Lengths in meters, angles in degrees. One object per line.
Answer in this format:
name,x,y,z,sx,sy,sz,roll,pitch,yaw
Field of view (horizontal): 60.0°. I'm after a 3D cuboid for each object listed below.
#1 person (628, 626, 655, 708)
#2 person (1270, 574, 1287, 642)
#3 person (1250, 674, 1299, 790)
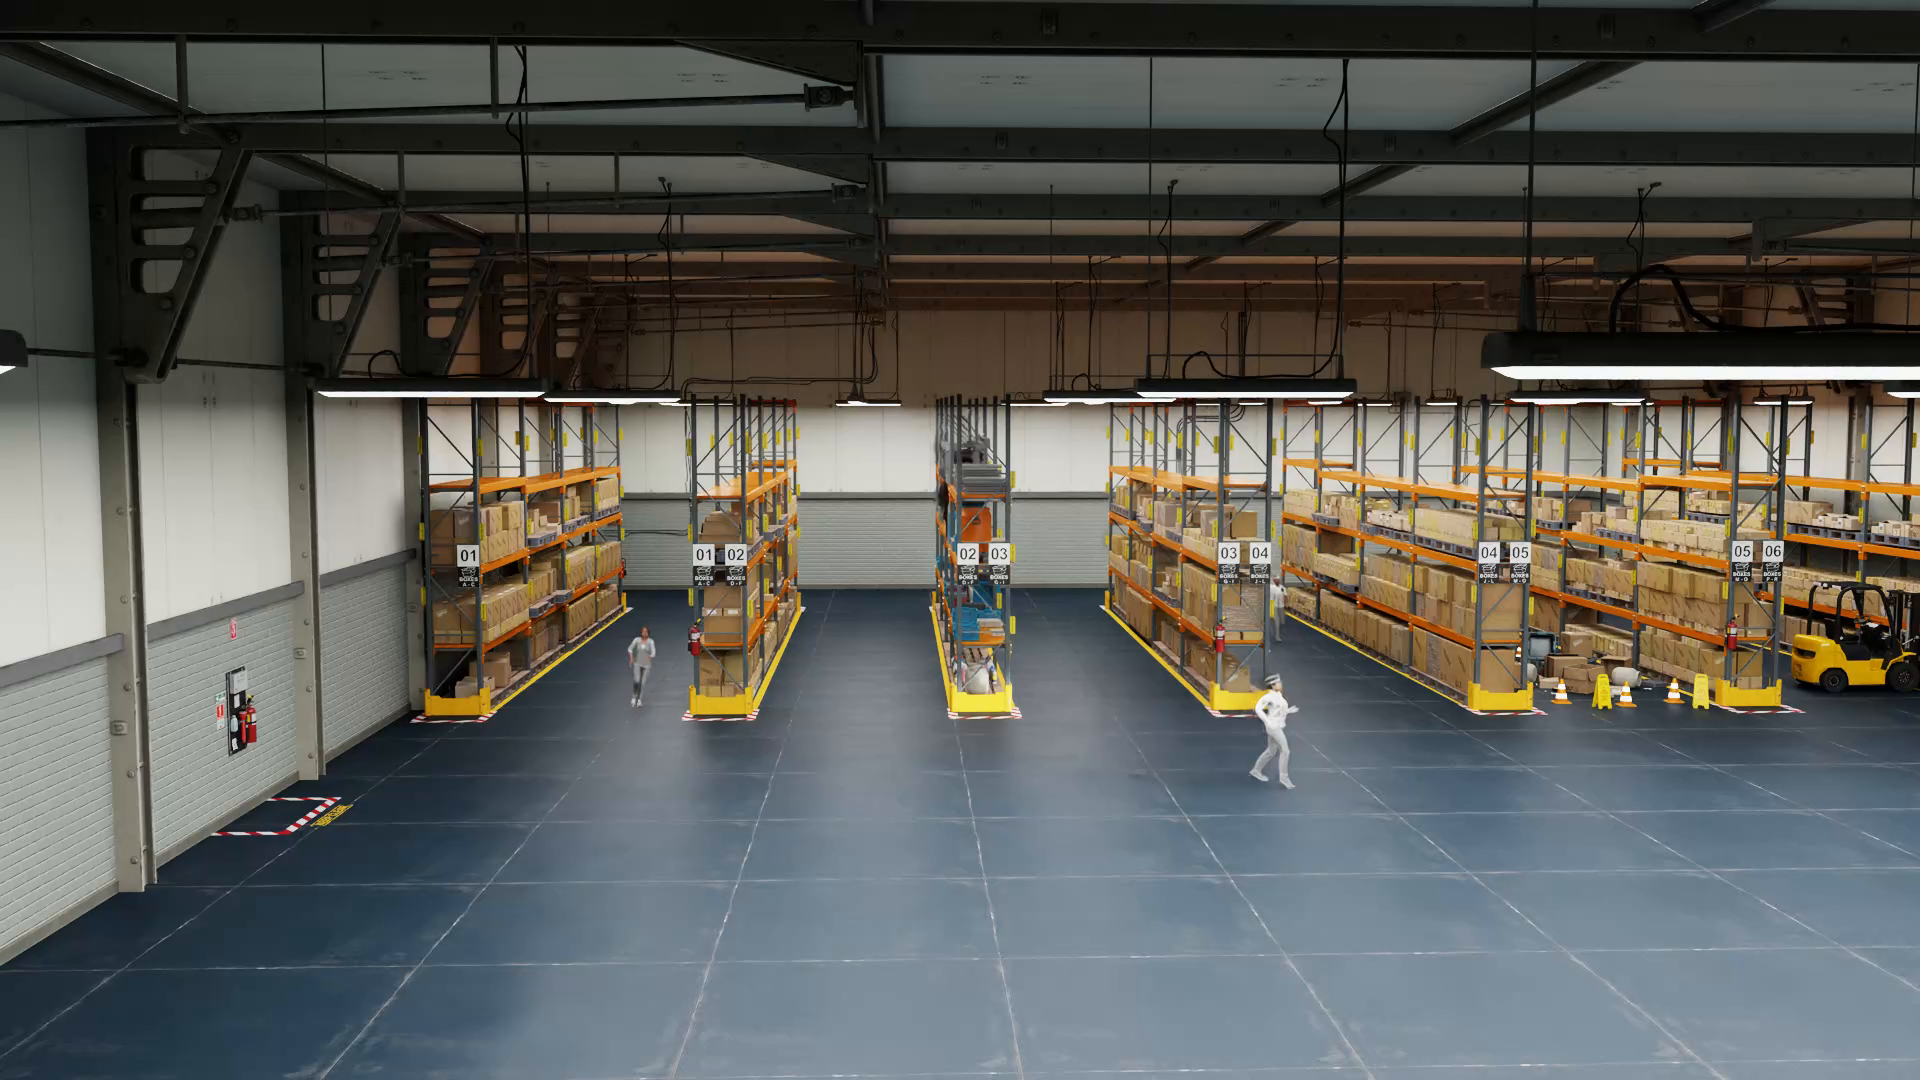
person,-6.097,2.427,31.906,0.500,1.555,0.636,-1,5,-16
person,7.819,1.657,41.141,0.581,1.655,0.701,-1,5,-8
person,4.757,2.887,25.194,0.727,1.746,0.598,2,5,23
